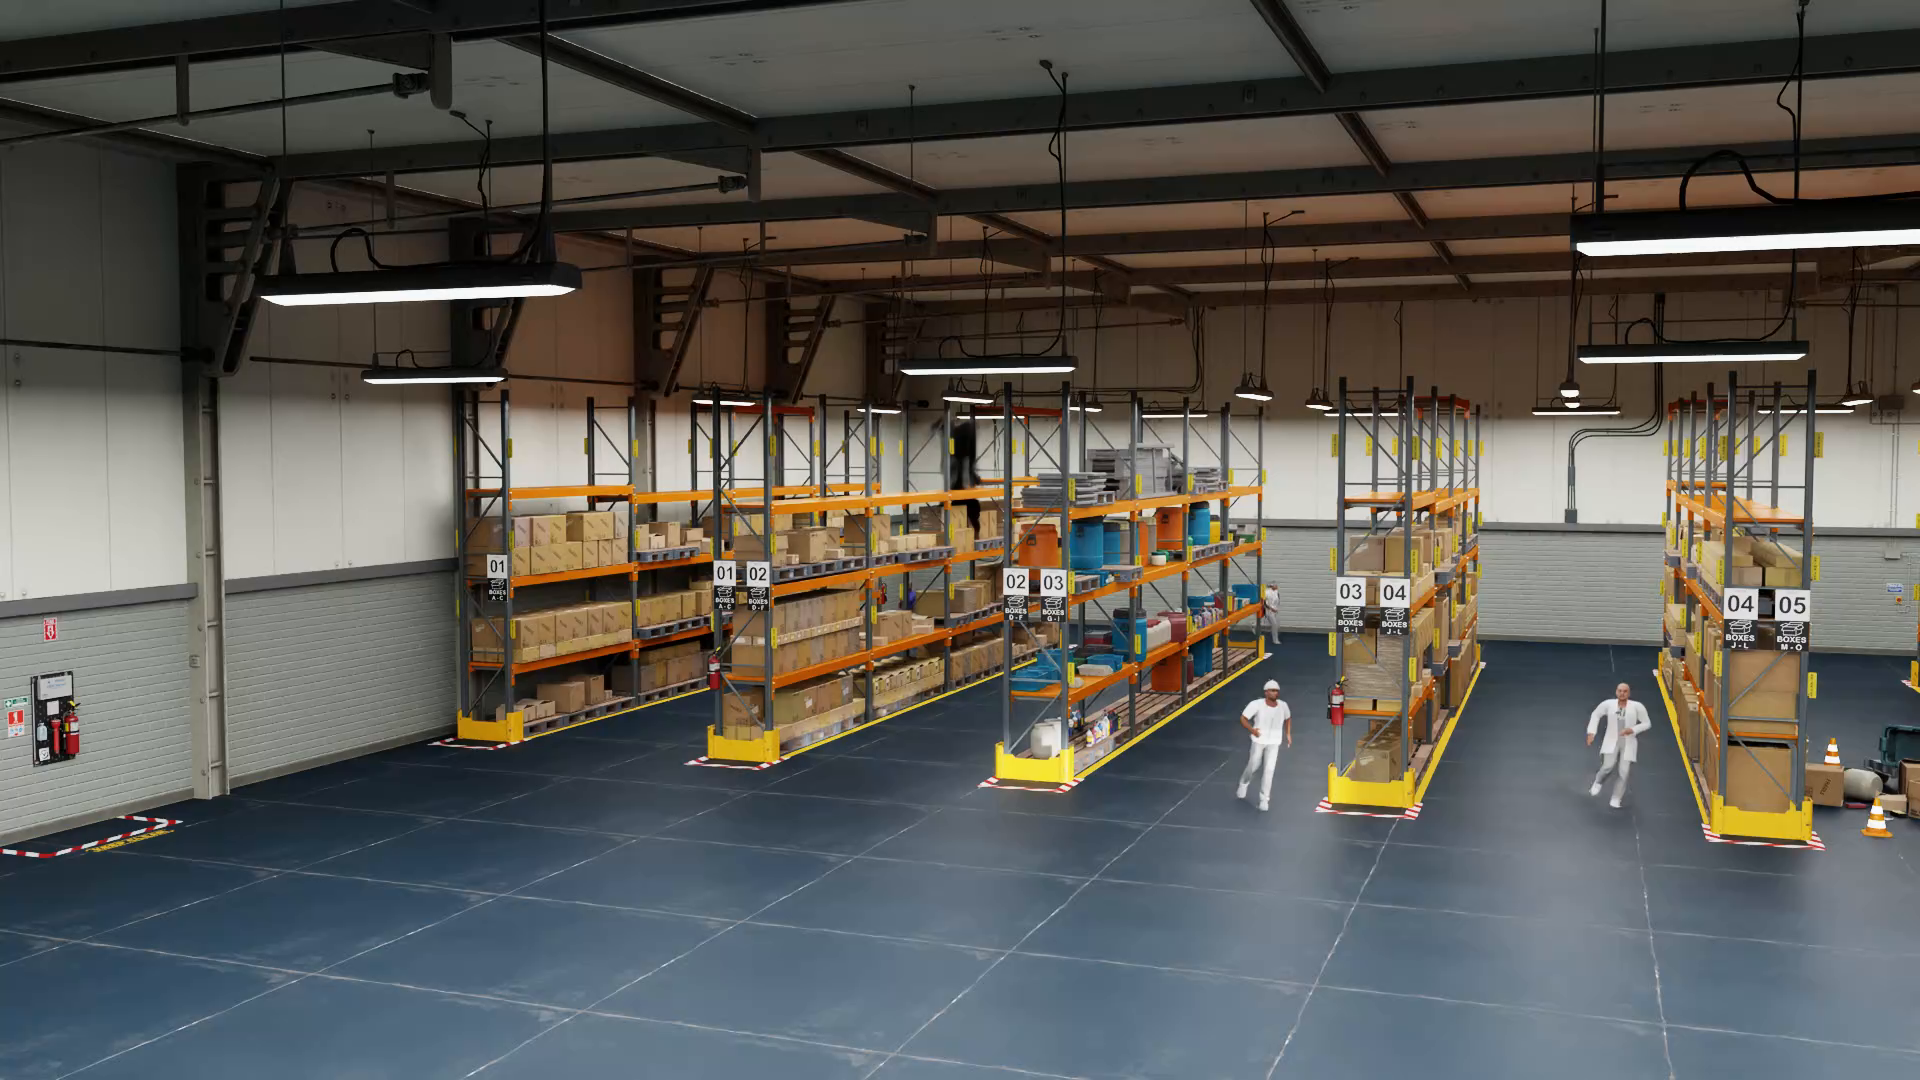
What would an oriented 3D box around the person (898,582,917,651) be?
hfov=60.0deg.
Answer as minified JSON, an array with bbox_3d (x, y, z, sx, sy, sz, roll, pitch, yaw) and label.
[{"bbox_3d":[-1.199,1.777,38.747,0.571,1.620,0.588,1,3,13],"label":"person"}]

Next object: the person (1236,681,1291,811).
[{"bbox_3d":[4.301,2.841,23.263,0.762,1.736,0.966,0,3,-3],"label":"person"}]

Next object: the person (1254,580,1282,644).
[{"bbox_3d":[7.943,1.849,42.853,0.772,1.673,0.586,2,4,38],"label":"person"}]

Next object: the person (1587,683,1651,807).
[{"bbox_3d":[9.238,2.872,23.314,0.818,1.735,0.554,1,3,16],"label":"person"}]
